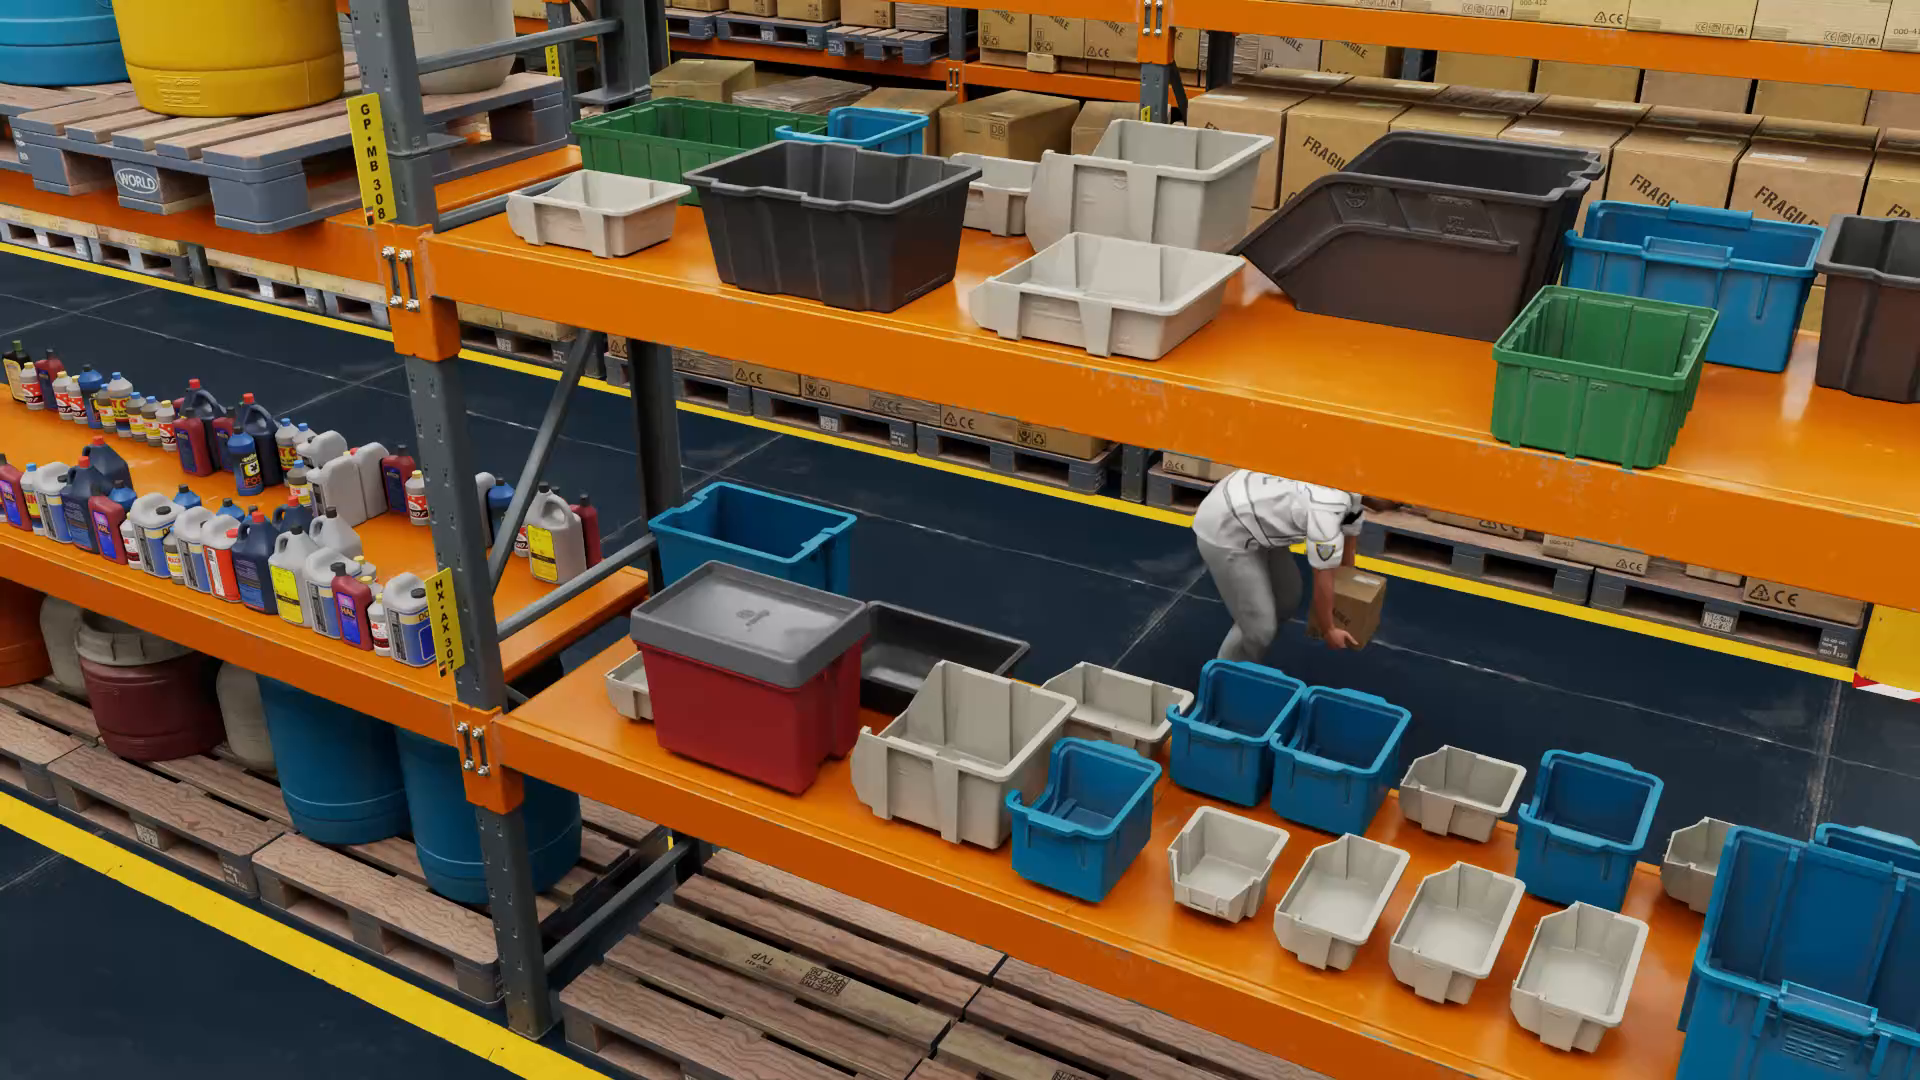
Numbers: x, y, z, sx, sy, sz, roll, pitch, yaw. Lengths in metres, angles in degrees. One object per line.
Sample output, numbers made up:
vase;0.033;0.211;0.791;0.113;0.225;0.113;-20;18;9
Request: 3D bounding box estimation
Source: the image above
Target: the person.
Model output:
person;1.496;0.168;7.237;0.987;1.341;0.493;13;29;24
